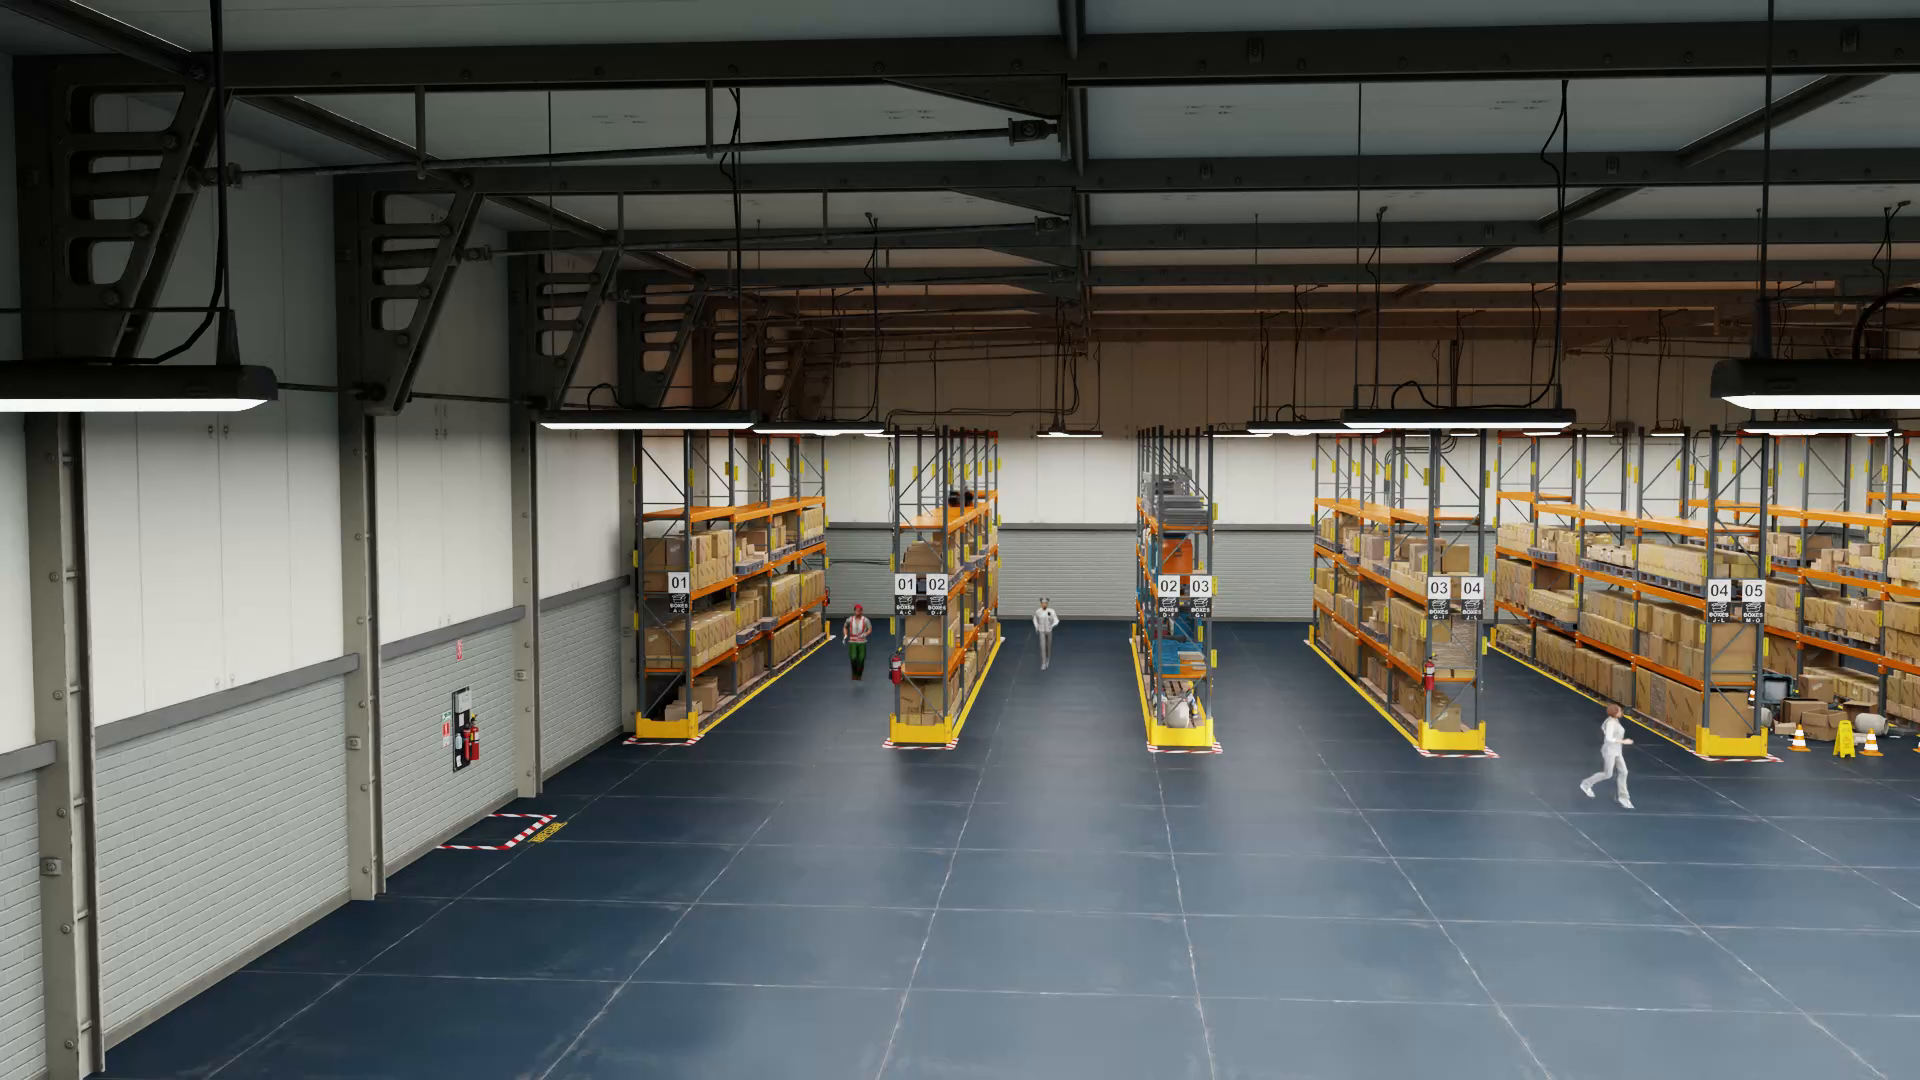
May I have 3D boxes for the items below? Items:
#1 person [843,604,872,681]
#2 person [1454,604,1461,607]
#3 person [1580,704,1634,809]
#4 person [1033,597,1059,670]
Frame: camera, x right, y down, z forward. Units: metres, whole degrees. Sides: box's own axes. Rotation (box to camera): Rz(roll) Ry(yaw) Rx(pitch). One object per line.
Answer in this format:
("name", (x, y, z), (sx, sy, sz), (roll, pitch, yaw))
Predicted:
("person", (-2.310, 2.323, 37.504), (0.659, 1.739, 0.599), (0, 3, -2))
("person", (13.686, 2.091, 46.632), (0.958, 1.677, 0.729), (3, 4, 39))
("person", (10.159, 3.372, 26.061), (0.826, 1.641, 0.569), (2, 4, 34))
("person", (2.050, 2.205, 39.685), (0.610, 1.699, 0.775), (0, 3, 6))
